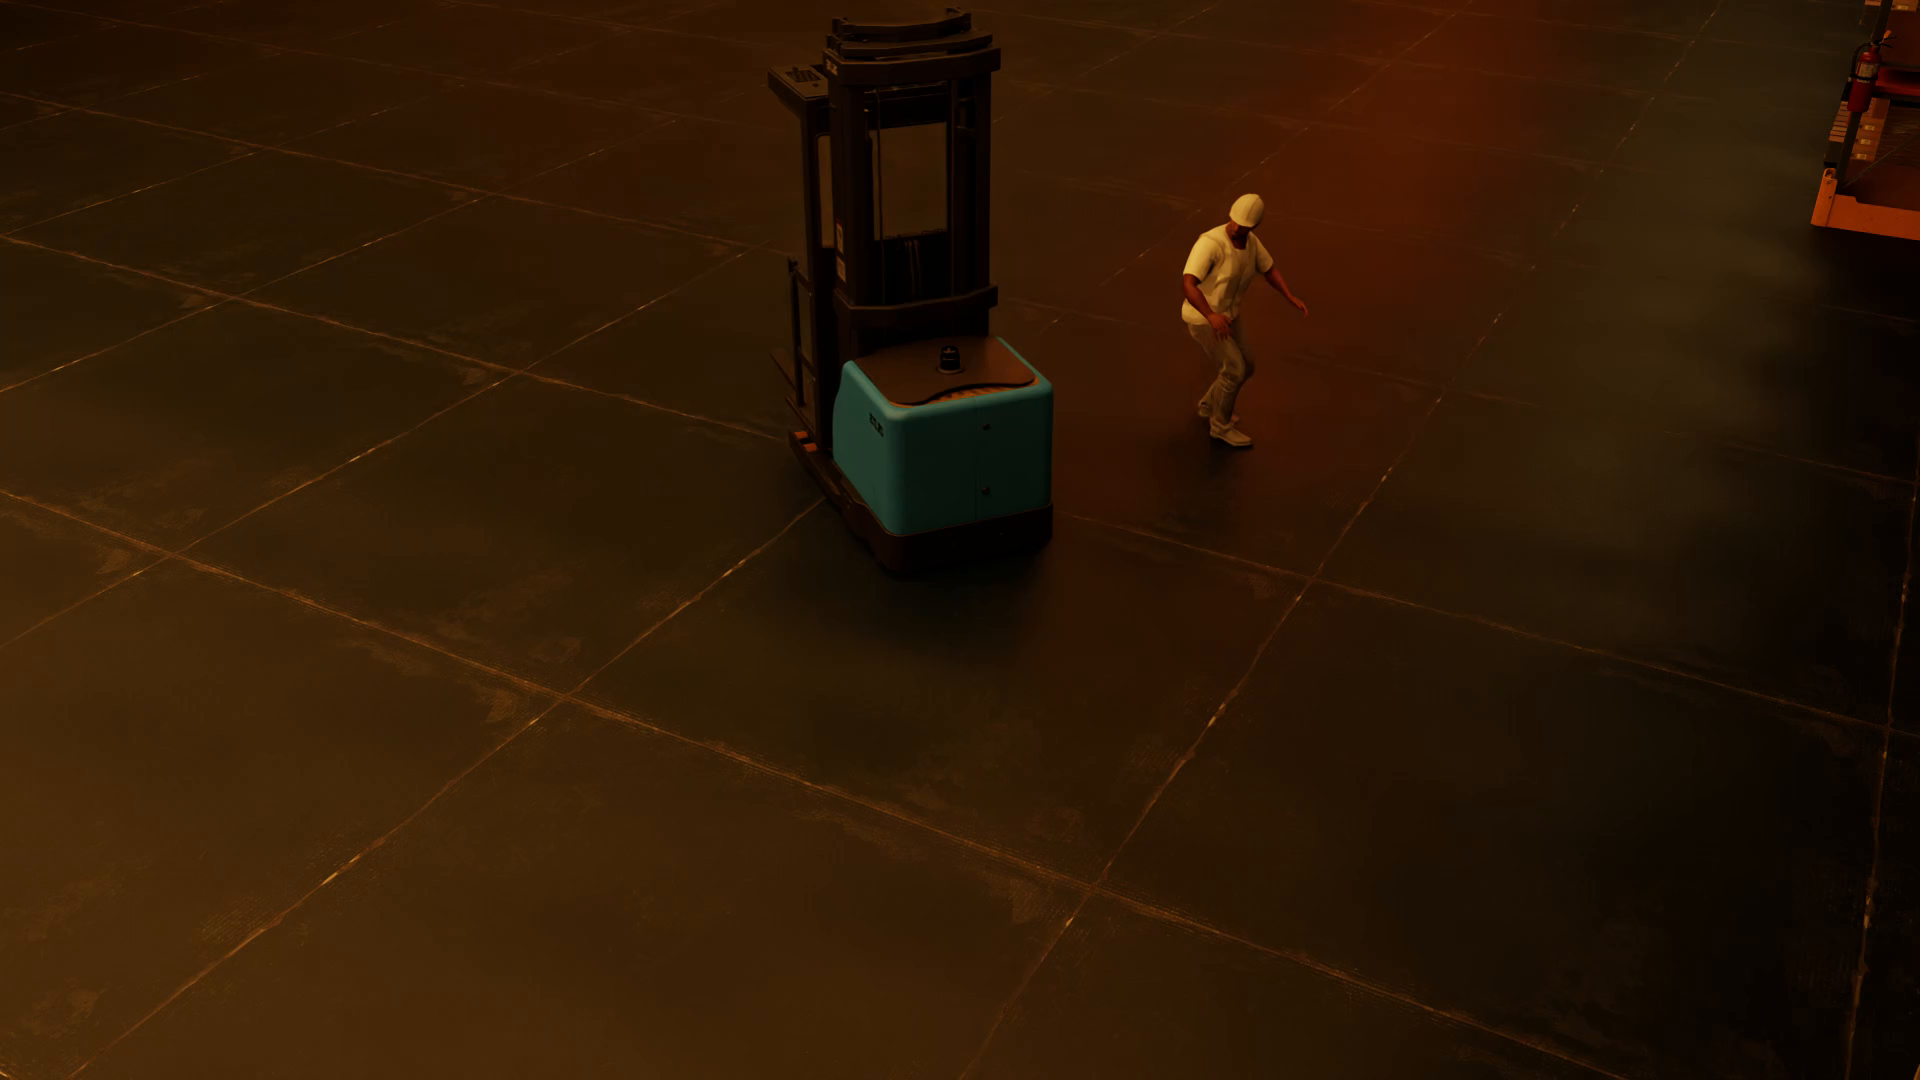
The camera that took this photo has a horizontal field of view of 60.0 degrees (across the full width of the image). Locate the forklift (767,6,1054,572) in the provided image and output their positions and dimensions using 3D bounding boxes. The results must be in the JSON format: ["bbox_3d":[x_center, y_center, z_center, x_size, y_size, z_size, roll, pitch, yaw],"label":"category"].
[{"bbox_3d":[-0.479,-1.805,10.199,1.130,2.935,3.031,-12,32,-19],"label":"forklift"}]

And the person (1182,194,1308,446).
[{"bbox_3d":[1.823,-1.418,10.798,0.707,1.693,0.832,20,35,30],"label":"person"}]
